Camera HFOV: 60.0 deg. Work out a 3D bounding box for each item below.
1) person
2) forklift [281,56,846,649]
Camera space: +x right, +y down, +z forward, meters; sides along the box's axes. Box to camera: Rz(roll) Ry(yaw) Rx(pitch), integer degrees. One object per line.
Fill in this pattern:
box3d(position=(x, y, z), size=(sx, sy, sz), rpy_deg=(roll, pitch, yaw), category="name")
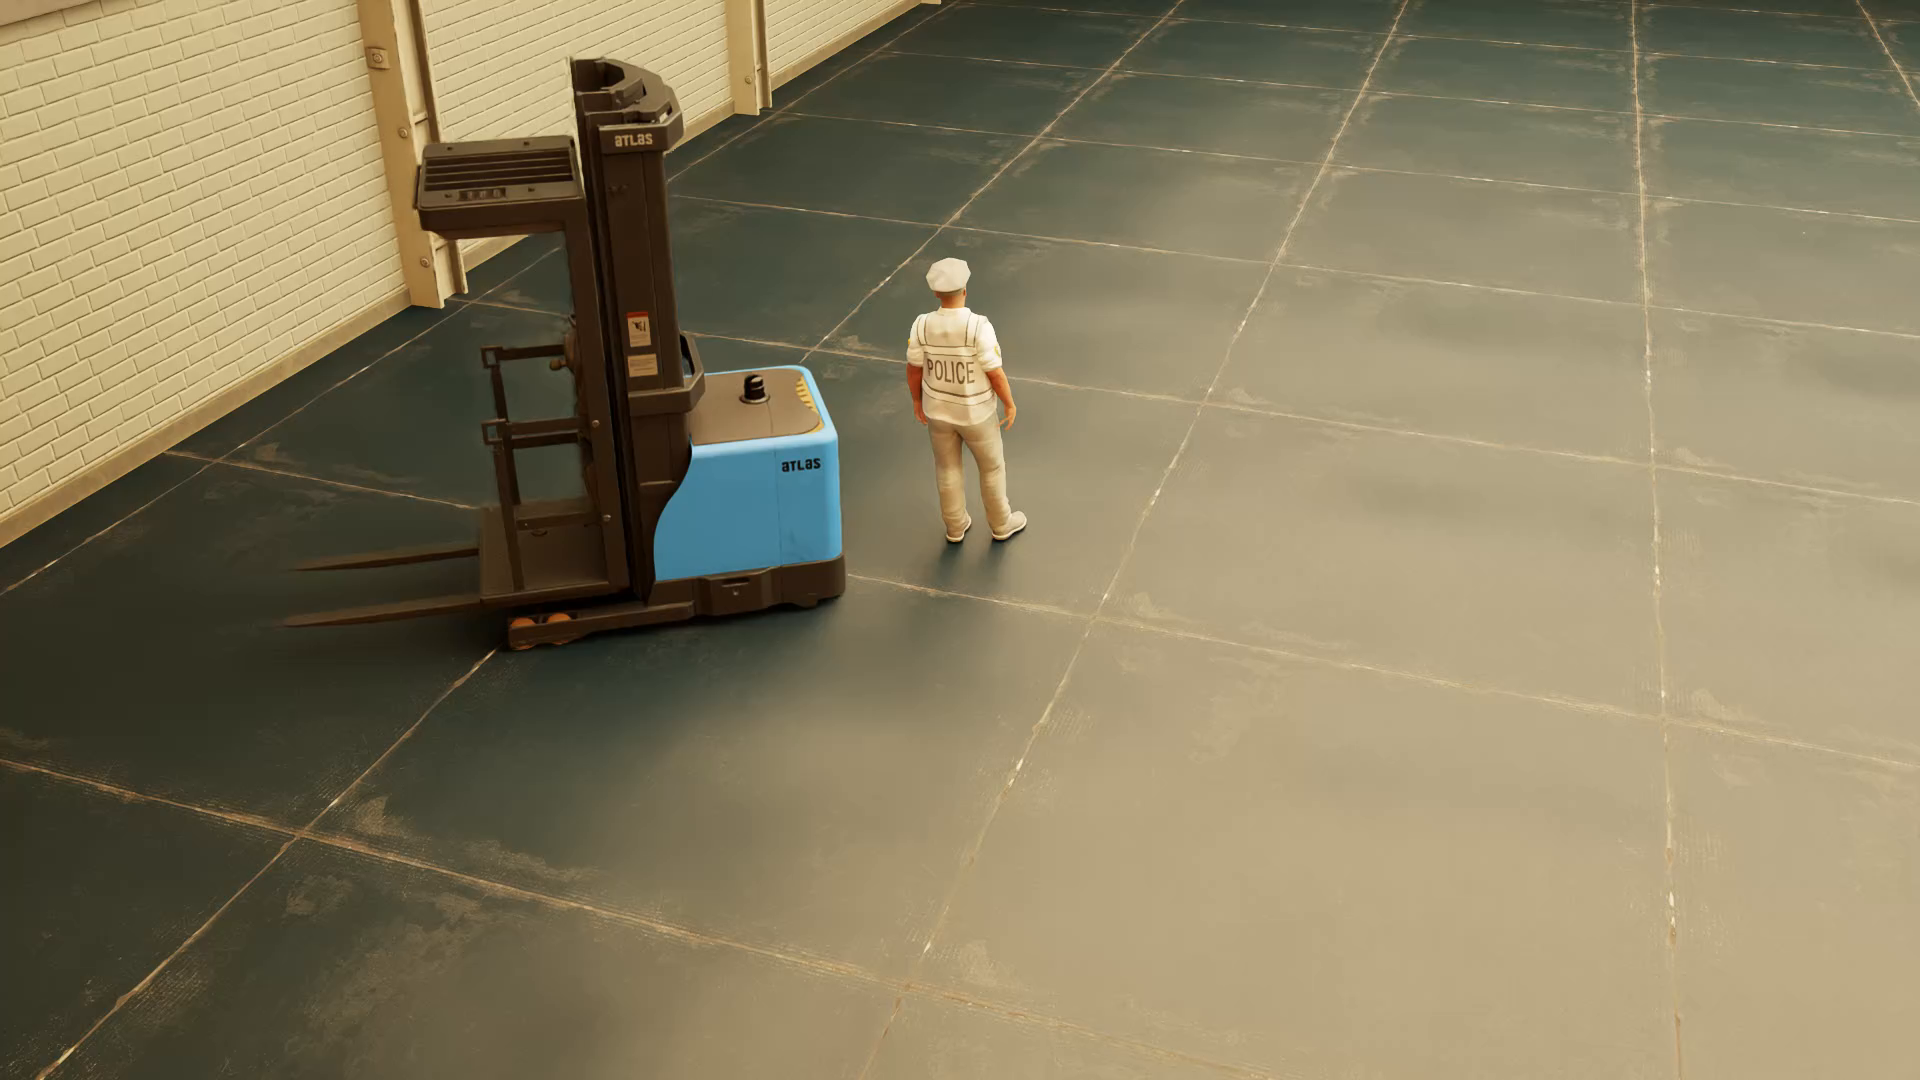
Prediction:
box3d(position=(0.036, -0.815, 9.712), size=(0.640, 1.780, 0.575), rpy_deg=(10, 31, 16), category="person")
box3d(position=(-2.224, -0.967, 8.833), size=(3.031, 2.935, 1.130), rpy_deg=(-7, 30, -12), category="forklift")
